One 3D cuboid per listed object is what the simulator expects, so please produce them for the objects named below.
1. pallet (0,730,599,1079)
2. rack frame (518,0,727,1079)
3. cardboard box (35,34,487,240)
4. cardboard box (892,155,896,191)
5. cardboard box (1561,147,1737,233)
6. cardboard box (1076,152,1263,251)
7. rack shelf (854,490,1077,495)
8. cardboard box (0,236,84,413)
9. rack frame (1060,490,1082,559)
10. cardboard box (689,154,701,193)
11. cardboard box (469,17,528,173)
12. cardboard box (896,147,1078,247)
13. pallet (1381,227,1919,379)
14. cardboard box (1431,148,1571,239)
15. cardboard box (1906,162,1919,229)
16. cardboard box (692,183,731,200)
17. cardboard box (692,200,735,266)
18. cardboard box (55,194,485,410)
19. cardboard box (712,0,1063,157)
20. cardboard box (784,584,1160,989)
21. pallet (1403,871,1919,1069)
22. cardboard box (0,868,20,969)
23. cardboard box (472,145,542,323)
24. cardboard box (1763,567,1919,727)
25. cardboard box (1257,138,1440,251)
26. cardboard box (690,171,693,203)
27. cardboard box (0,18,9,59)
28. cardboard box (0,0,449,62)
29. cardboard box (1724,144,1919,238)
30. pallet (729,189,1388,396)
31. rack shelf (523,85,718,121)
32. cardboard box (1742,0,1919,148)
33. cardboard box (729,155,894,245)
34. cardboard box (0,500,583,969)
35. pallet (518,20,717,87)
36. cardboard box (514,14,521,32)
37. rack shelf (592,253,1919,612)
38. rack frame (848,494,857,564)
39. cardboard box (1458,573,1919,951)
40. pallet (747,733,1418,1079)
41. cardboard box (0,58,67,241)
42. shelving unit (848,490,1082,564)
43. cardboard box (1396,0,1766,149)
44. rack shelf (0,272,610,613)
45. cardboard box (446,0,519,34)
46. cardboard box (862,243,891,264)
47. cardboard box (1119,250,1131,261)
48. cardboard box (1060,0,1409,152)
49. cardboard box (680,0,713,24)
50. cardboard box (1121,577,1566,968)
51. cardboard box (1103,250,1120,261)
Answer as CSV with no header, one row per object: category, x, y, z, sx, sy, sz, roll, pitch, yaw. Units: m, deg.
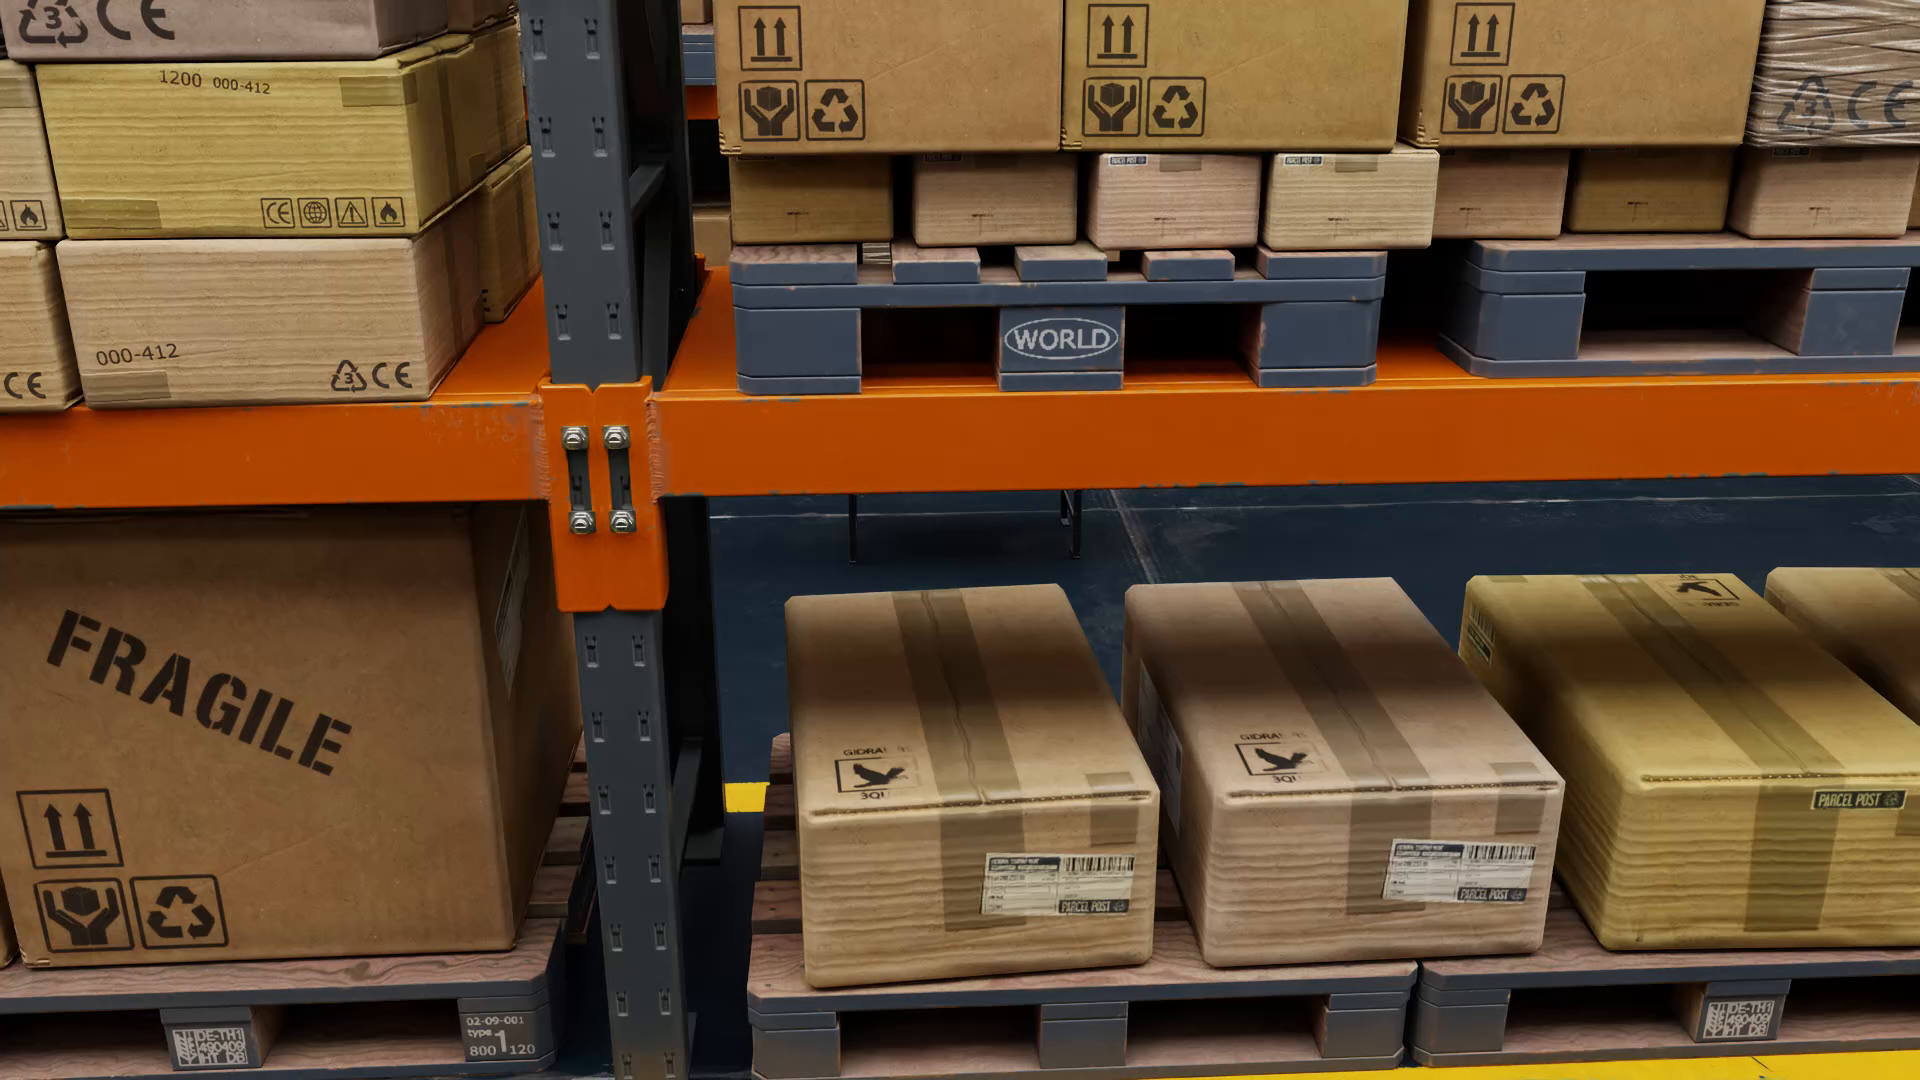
pallet,-1.376,0.715,3.447,1.213,0.211,1.003,-1,21,-3
rack frame,-0.584,-0.578,2.922,0.127,3.000,1.000,-1,21,-3
cardboard box,-1.053,-0.641,2.597,0.500,0.250,0.500,-1,21,-3
cardboard box,-0.007,-0.778,3.211,0.250,0.149,0.380,-1,21,-2
cardboard box,1.103,-0.631,2.824,0.250,0.149,0.380,0,21,-1
cardboard box,0.311,-0.580,2.692,0.250,0.149,0.380,-3,21,-7
rack shelf,0.007,-0.396,5.470,0.720,0.370,0.431,-1,21,-3
cardboard box,-1.583,-0.389,2.638,0.500,0.250,0.500,-1,21,-2
rack frame,0.372,-0.708,5.374,0.023,1.500,0.400,-1,21,-3
cardboard box,-1.410,-1.772,8.071,0.250,0.149,0.380,0,21,0
cardboard box,-1.104,-0.819,3.064,0.500,0.250,0.500,-1,21,-3
cardboard box,0.035,-0.591,2.720,0.250,0.149,0.380,-2,21,-6
pallet,1.390,-0.543,3.100,1.213,0.211,1.003,-1,21,-3
cardboard box,0.823,-0.611,2.773,0.250,0.149,0.380,0,21,0
cardboard box,1.623,-0.645,2.862,0.250,0.149,0.380,-2,21,-5
cardboard box,-1.308,-1.460,8.163,0.500,0.500,0.500,0,21,-1
cardboard box,-1.281,-1.284,7.700,0.500,0.500,0.500,-1,21,-1
cardboard box,-1.074,-0.405,2.680,0.500,0.250,0.500,-2,21,-5
cardboard box,-0.122,-0.887,2.585,0.500,0.500,0.500,-2,21,-5
cardboard box,-0.020,0.446,3.336,0.625,0.372,0.950,-3,21,-7
pallet,1.411,0.686,3.521,1.213,0.211,1.003,-1,21,-3
cardboard box,-2.169,0.220,3.223,0.875,0.875,0.875,-1,21,-2
cardboard box,-1.087,-0.587,3.158,0.500,0.250,0.500,-2,21,-4
cardboard box,2.168,0.400,3.457,0.625,0.372,0.950,0,21,0
cardboard box,0.587,-0.578,2.687,0.250,0.149,0.380,-1,21,-3
cardboard box,-1.350,-1.572,7.546,0.250,0.149,0.380,-2,21,-6
cardboard box,-1.597,-0.975,2.420,0.500,0.500,0.500,-1,21,-2
cardboard box,-1.086,-0.988,2.455,0.500,0.500,0.500,-2,21,-5
cardboard box,1.367,-0.613,2.777,0.250,0.149,0.380,-1,21,-1
pallet,0.121,-0.540,3.094,1.003,0.211,1.213,-1,21,-3
rack shelf,-2.868,-1.964,7.575,4.000,0.370,1.077,-1,21,-3
cardboard box,1.428,-0.920,2.673,0.500,0.500,0.500,-2,21,-5
cardboard box,-0.249,-0.597,2.736,0.250,0.149,0.380,-2,21,-6
cardboard box,-1.279,0.204,3.266,0.875,0.875,0.875,-1,21,-4
pallet,-1.544,-2.212,7.486,1.003,0.211,1.213,-1,21,-3
cardboard box,-1.906,-2.331,7.147,0.500,0.250,0.500,-2,21,-6
rack shelf,1.412,-0.282,3.157,4.000,0.370,1.077,-1,21,-3
rack frame,-0.359,-0.694,5.335,0.023,1.500,0.400,-1,21,-3
cardboard box,1.474,0.415,3.418,0.625,0.372,0.950,0,21,-1
pallet,0.196,0.710,3.459,1.213,0.211,1.003,-1,21,-3
cardboard box,-1.565,-0.629,2.566,0.500,0.250,0.500,-2,21,-4
shelving unit,0.007,-0.701,5.354,0.755,1.500,0.431,-1,21,-3
cardboard box,0.928,-0.913,2.654,0.500,0.500,0.500,-1,21,-2
rack shelf,-2.581,-0.201,2.944,4.000,0.370,1.077,-1,21,-3
cardboard box,-1.091,-1.169,2.929,0.500,0.500,0.500,-2,21,-5
cardboard box,-0.248,-1.435,7.922,0.625,0.625,0.875,-1,21,-1
cardboard box,1.076,-1.465,8.000,0.625,0.625,0.875,-2,21,-5
cardboard box,0.398,-0.900,2.620,0.500,0.500,0.500,0,21,0
cardboard box,-1.394,-2.629,7.579,0.500,0.500,0.500,0,21,-1
cardboard box,0.717,0.428,3.383,0.625,0.372,0.950,-2,21,-4
cardboard box,0.404,-1.451,7.964,0.625,0.625,0.875,0,21,-1
